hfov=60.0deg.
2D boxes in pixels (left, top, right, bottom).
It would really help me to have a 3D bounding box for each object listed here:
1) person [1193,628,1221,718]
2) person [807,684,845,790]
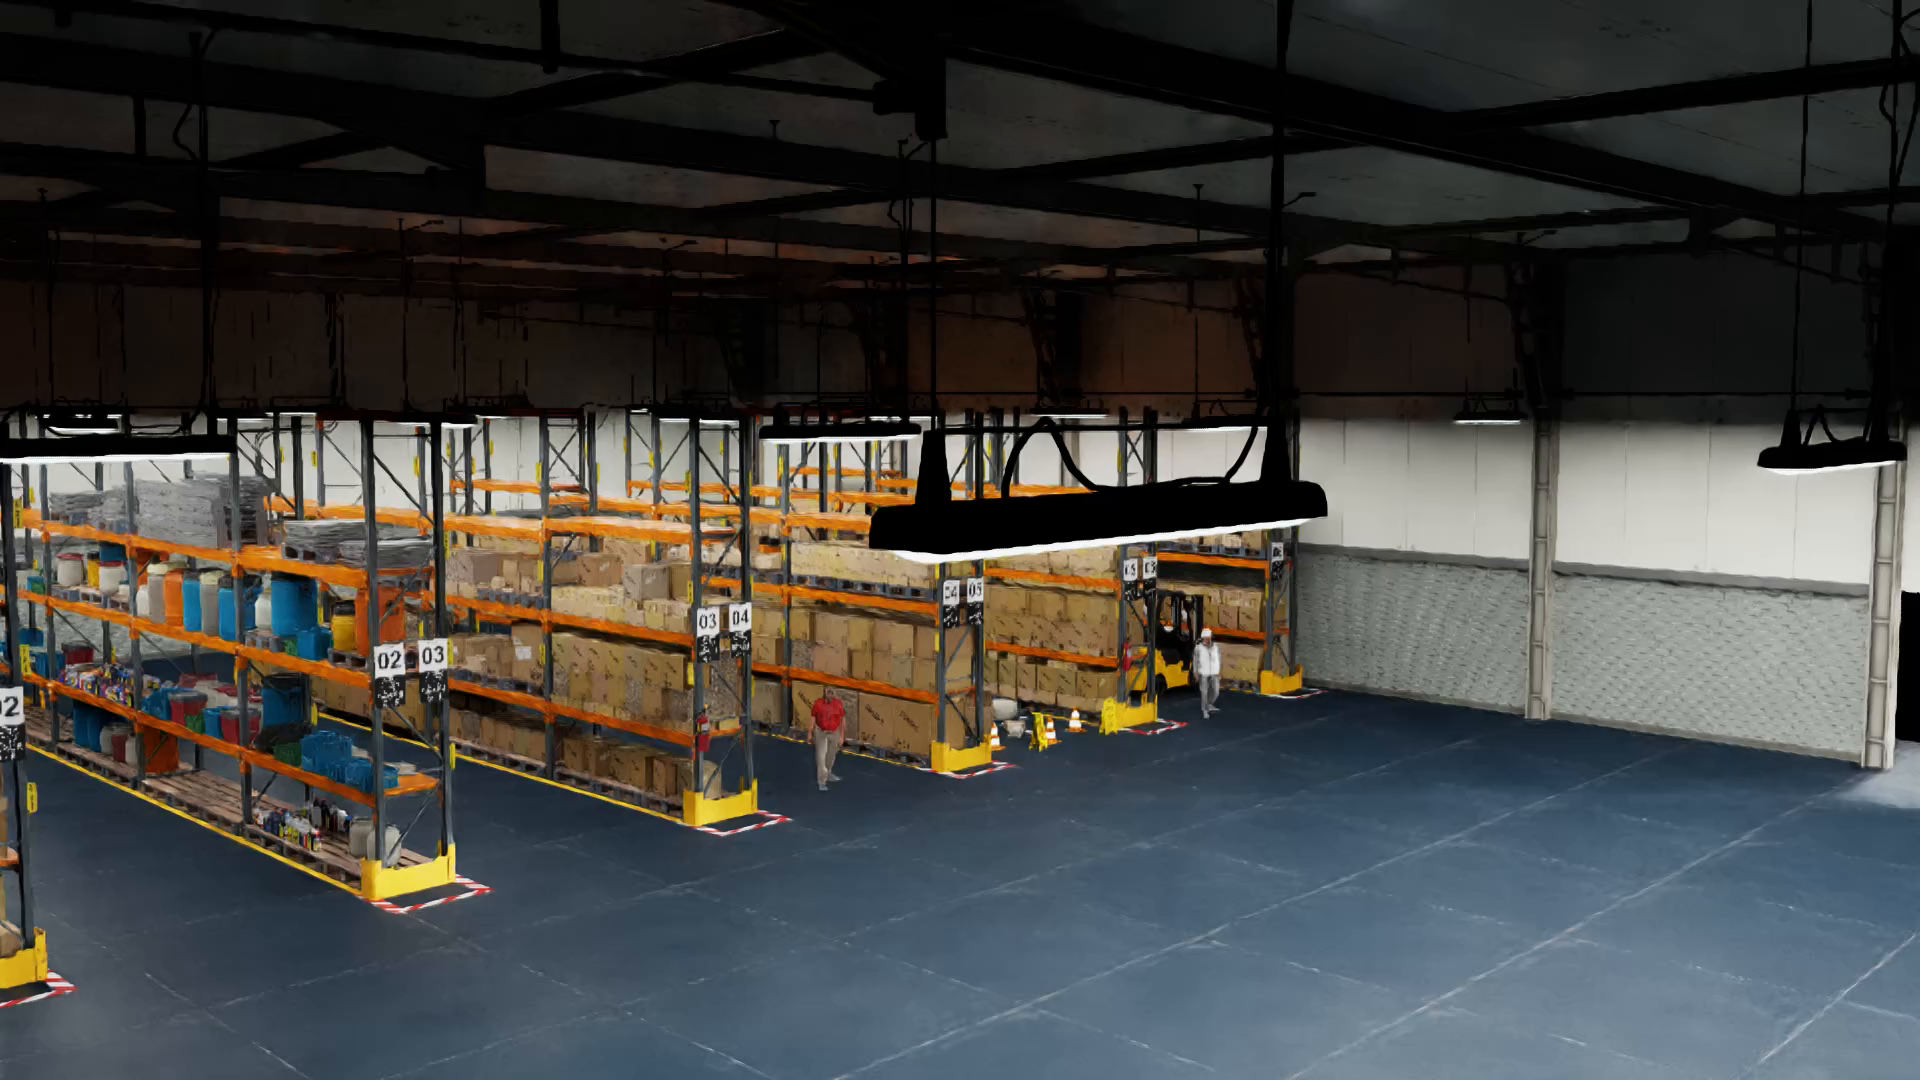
[{"bbox_3d":[4.832,2.575,32.541,0.583,1.762,0.571,-1,5,-9],"label":"person"},{"bbox_3d":[-2.122,3.131,26.694,0.586,1.674,0.967,-2,5,-22],"label":"person"}]
